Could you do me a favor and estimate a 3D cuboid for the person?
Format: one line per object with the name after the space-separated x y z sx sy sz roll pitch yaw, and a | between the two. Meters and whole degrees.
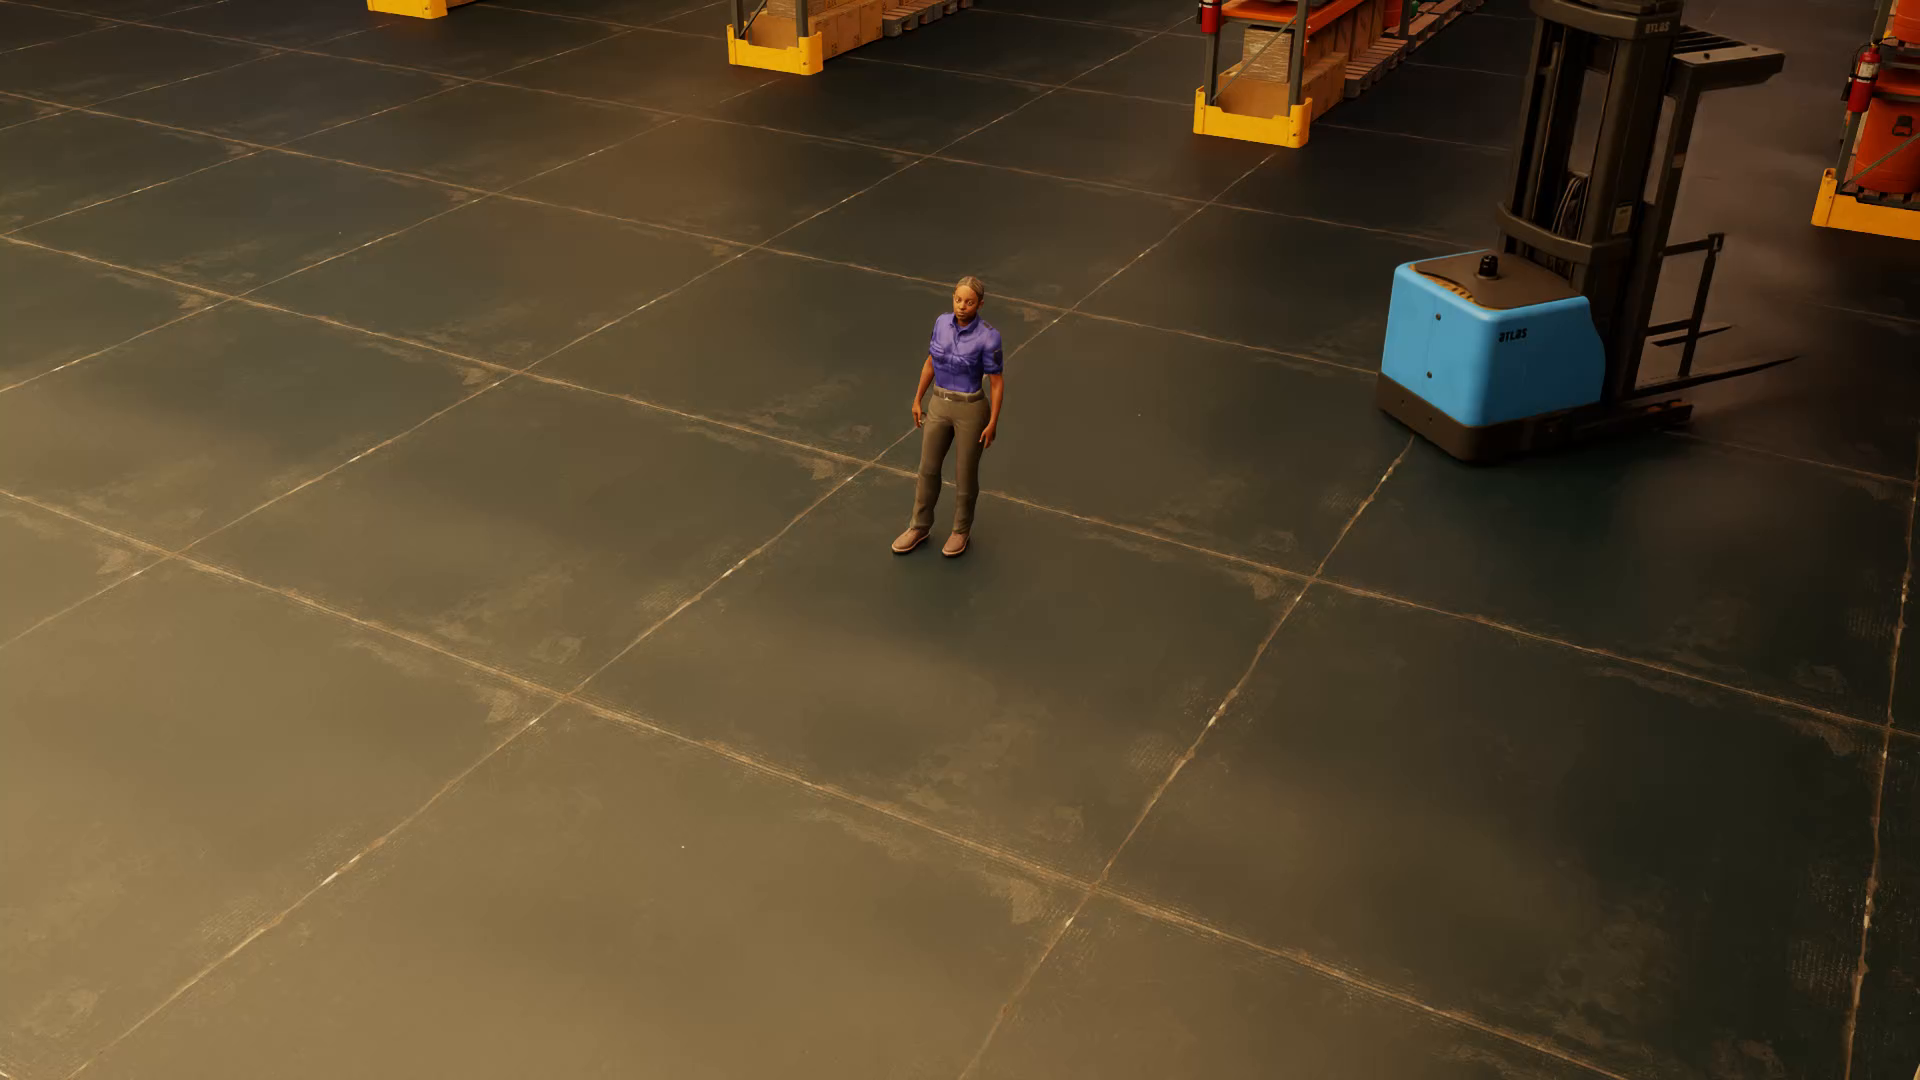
-0.059 -0.689 9.527 0.570 1.656 0.503 15 33 25 | person

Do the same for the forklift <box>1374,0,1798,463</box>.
4.434 -2.239 10.950 3.031 2.935 1.130 -12 32 -20 | forklift
